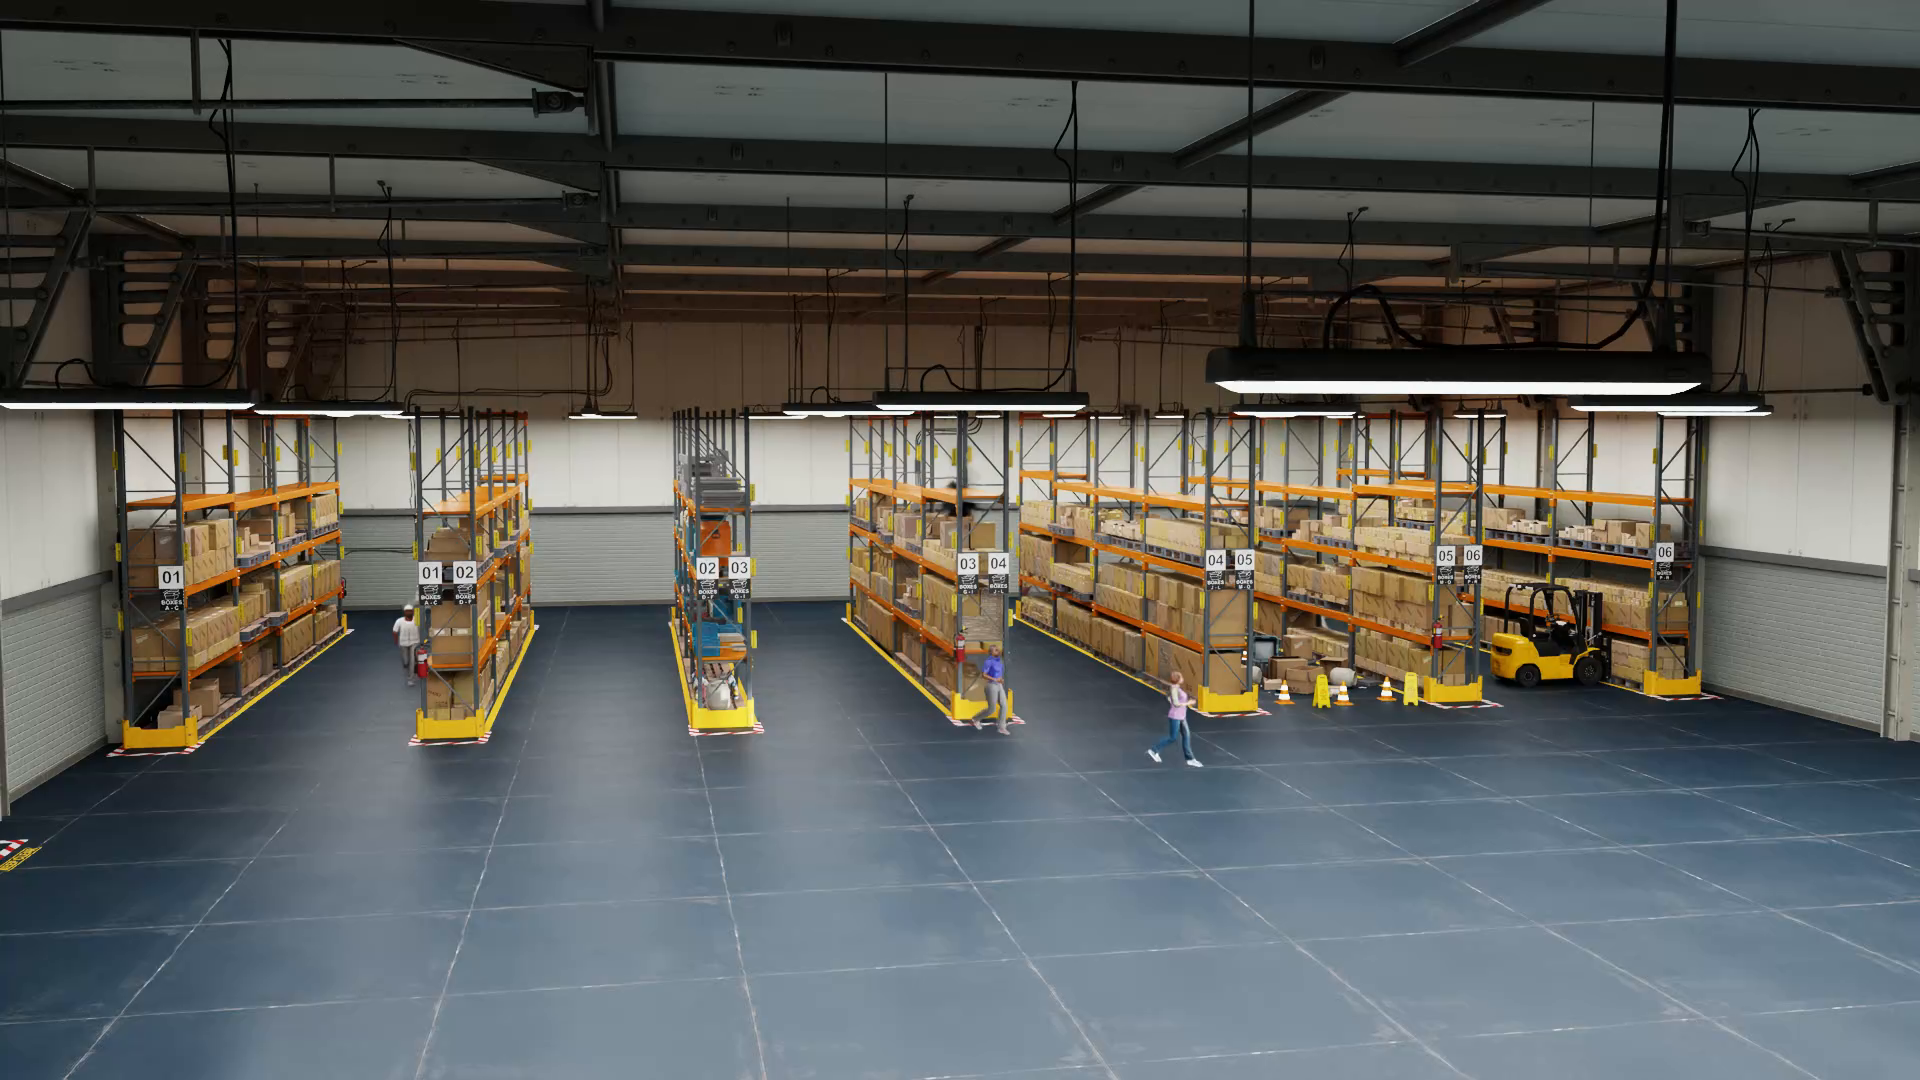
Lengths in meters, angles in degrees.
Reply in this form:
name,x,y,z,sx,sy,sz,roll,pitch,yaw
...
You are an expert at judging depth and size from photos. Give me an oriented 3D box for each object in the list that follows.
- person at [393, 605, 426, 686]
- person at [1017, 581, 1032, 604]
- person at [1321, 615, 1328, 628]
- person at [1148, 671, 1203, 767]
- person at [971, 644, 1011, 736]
name,x,y,z,sx,sy,sz,roll,pitch,yaw
person,-12.034,2.282,36.368,0.699,1.745,0.771,-1,4,-18
person,1.969,1.372,49.994,0.506,1.623,0.633,1,4,17
person,9.584,1.700,43.999,0.686,1.683,0.977,-1,4,-15
person,3.574,2.950,27.509,0.895,1.583,0.539,1,4,17
person,0.581,2.739,30.477,0.784,1.666,0.599,2,5,29
